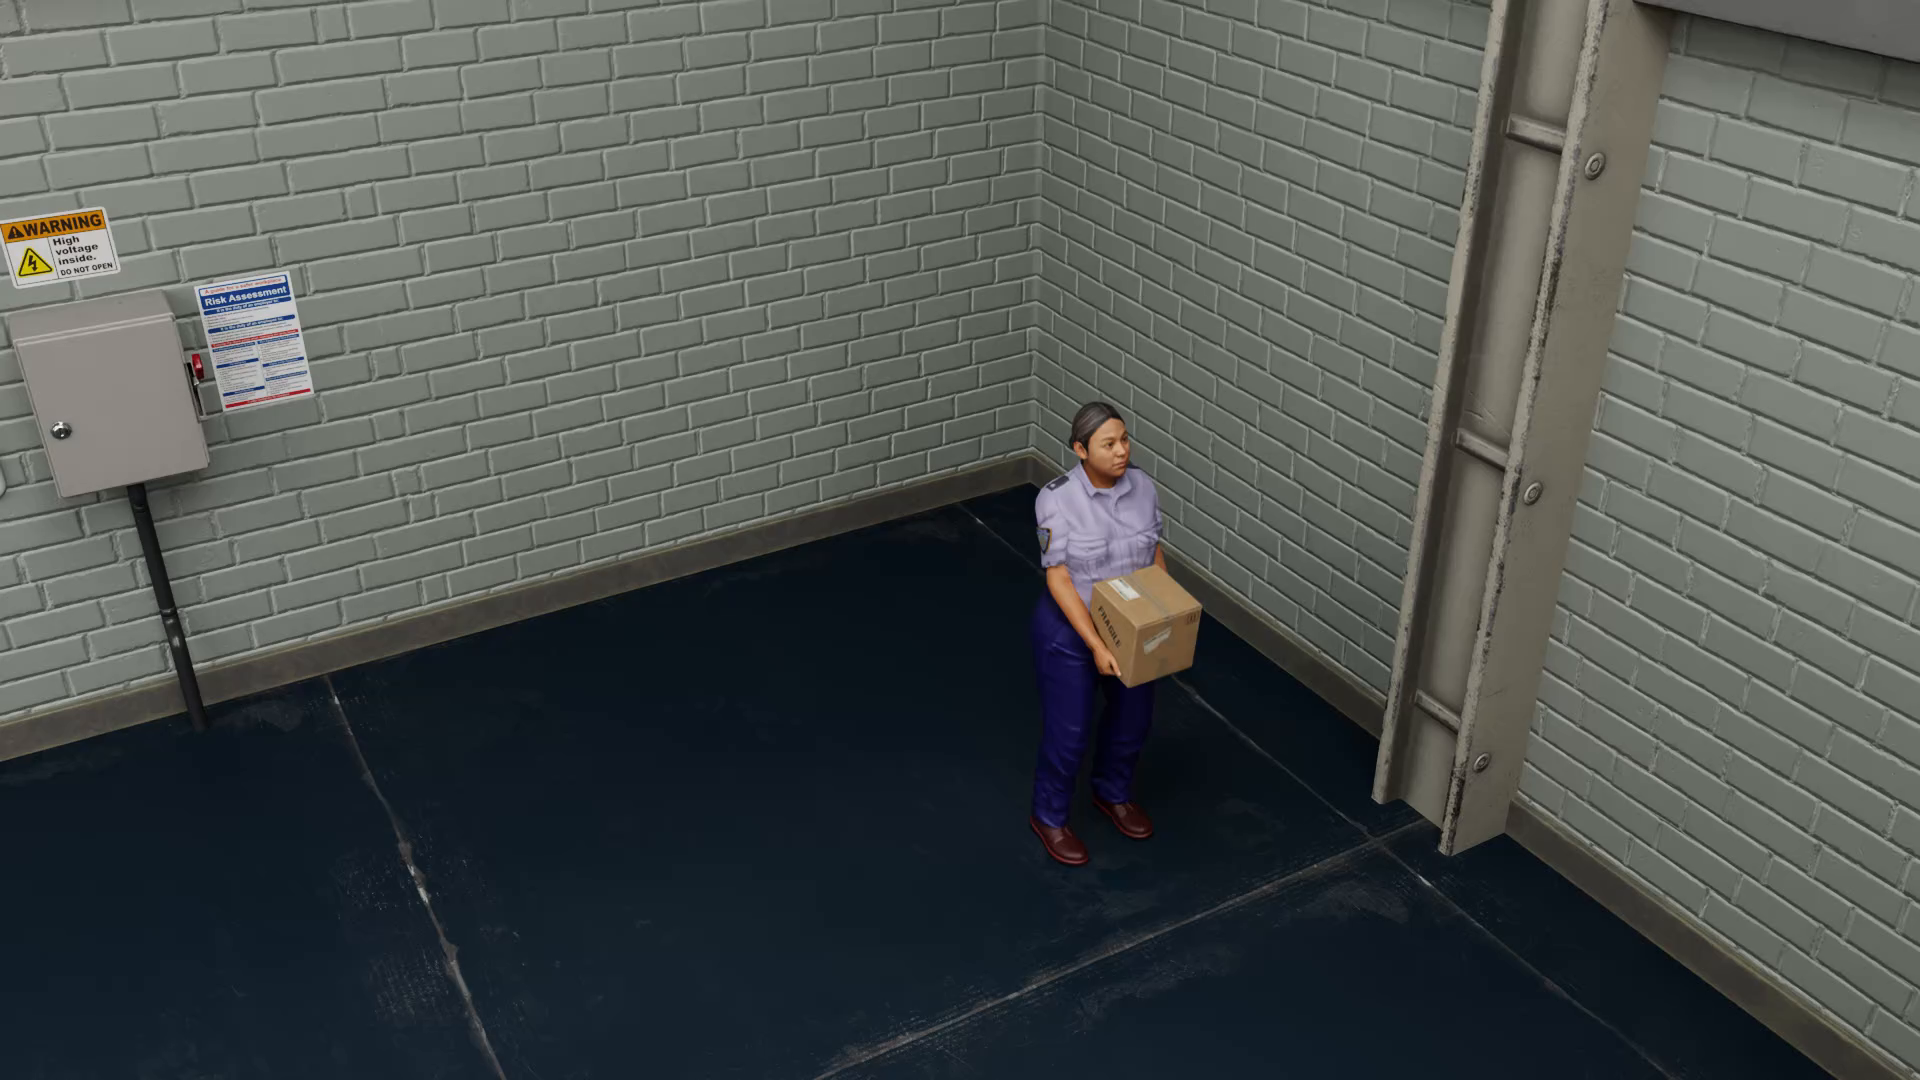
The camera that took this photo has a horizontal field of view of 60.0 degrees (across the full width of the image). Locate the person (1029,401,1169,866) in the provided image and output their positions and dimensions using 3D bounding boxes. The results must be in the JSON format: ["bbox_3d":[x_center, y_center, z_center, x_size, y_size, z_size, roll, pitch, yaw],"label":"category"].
[{"bbox_3d":[0.499,0.347,5.533,0.452,1.634,0.518,-16,33,-26],"label":"person"}]
